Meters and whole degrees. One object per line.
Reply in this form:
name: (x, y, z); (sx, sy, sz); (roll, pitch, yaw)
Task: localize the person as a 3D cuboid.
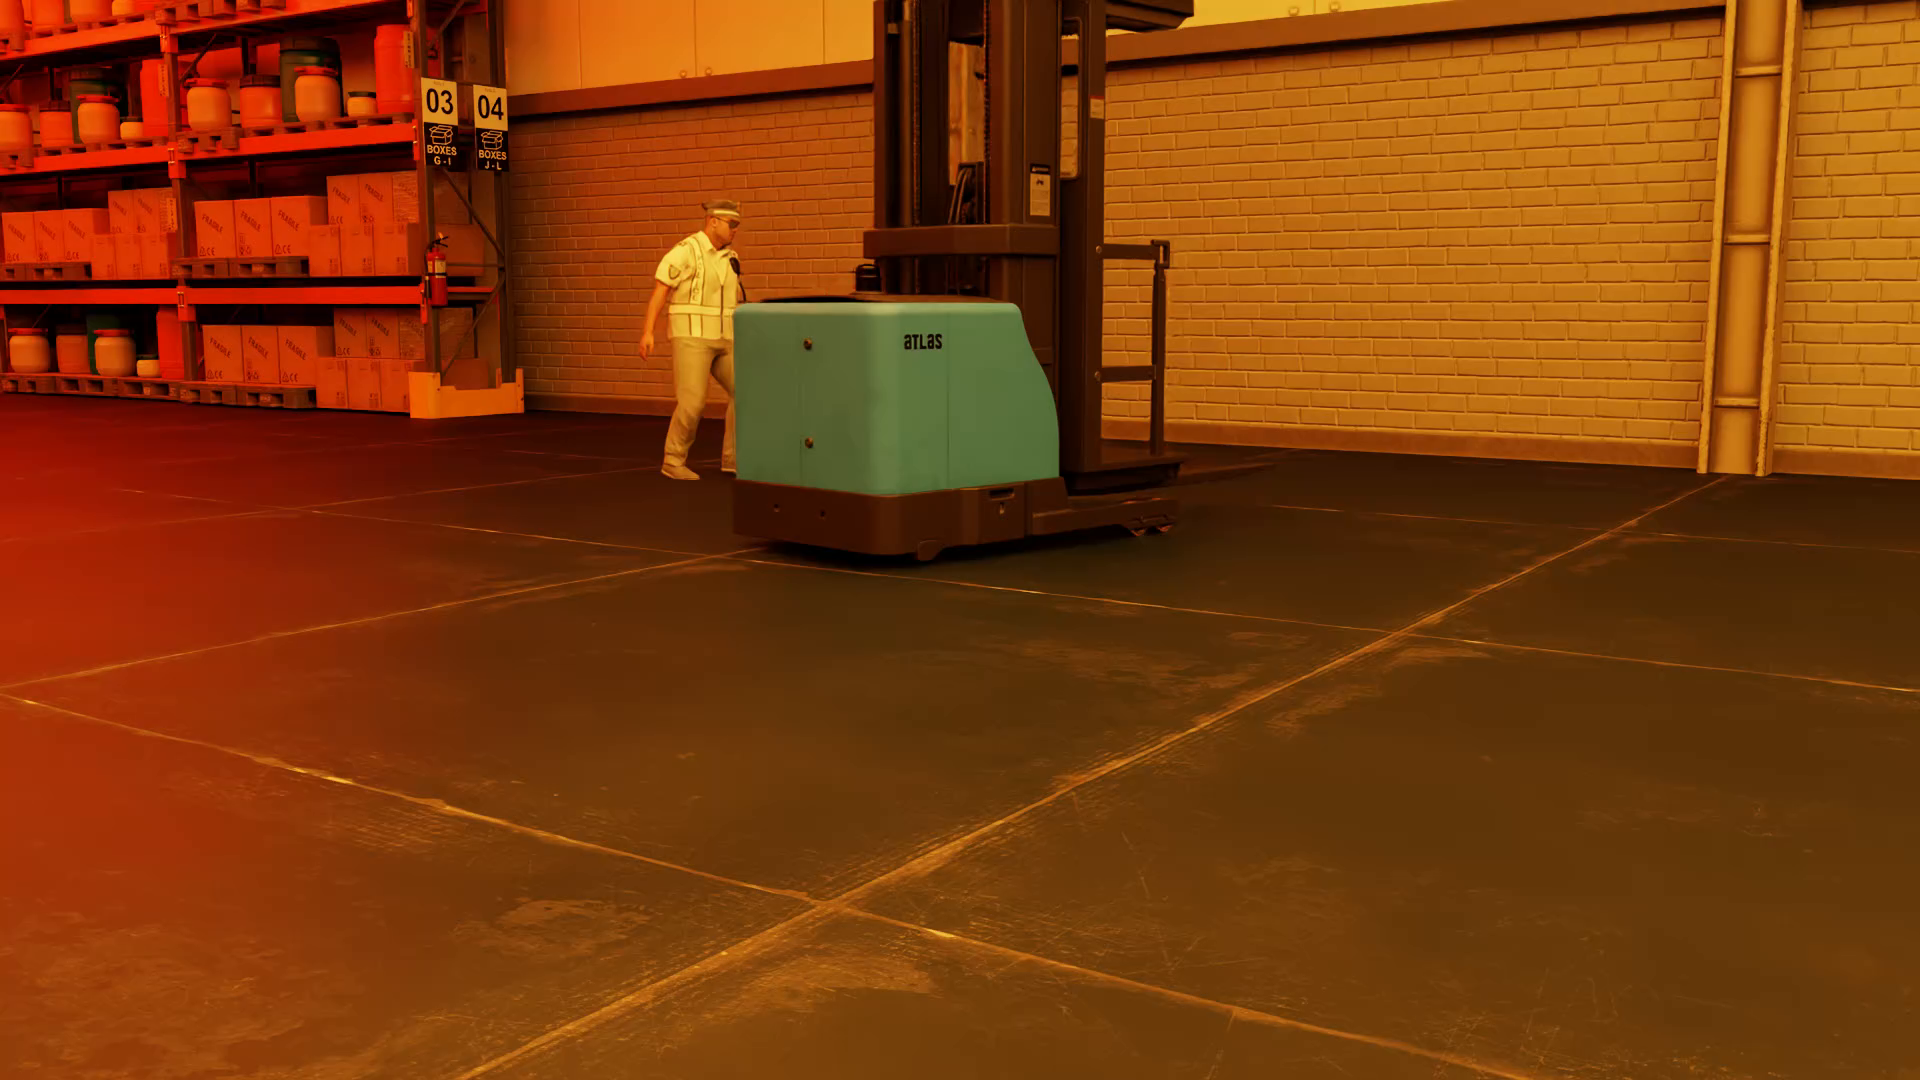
person: (-1.578, -1.223, 10.276); (0.440, 1.724, 0.891); (8, 11, 43)

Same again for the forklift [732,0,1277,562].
forklift: (0.391, -1.516, 7.852); (1.130, 2.935, 3.031); (8, 11, 44)
